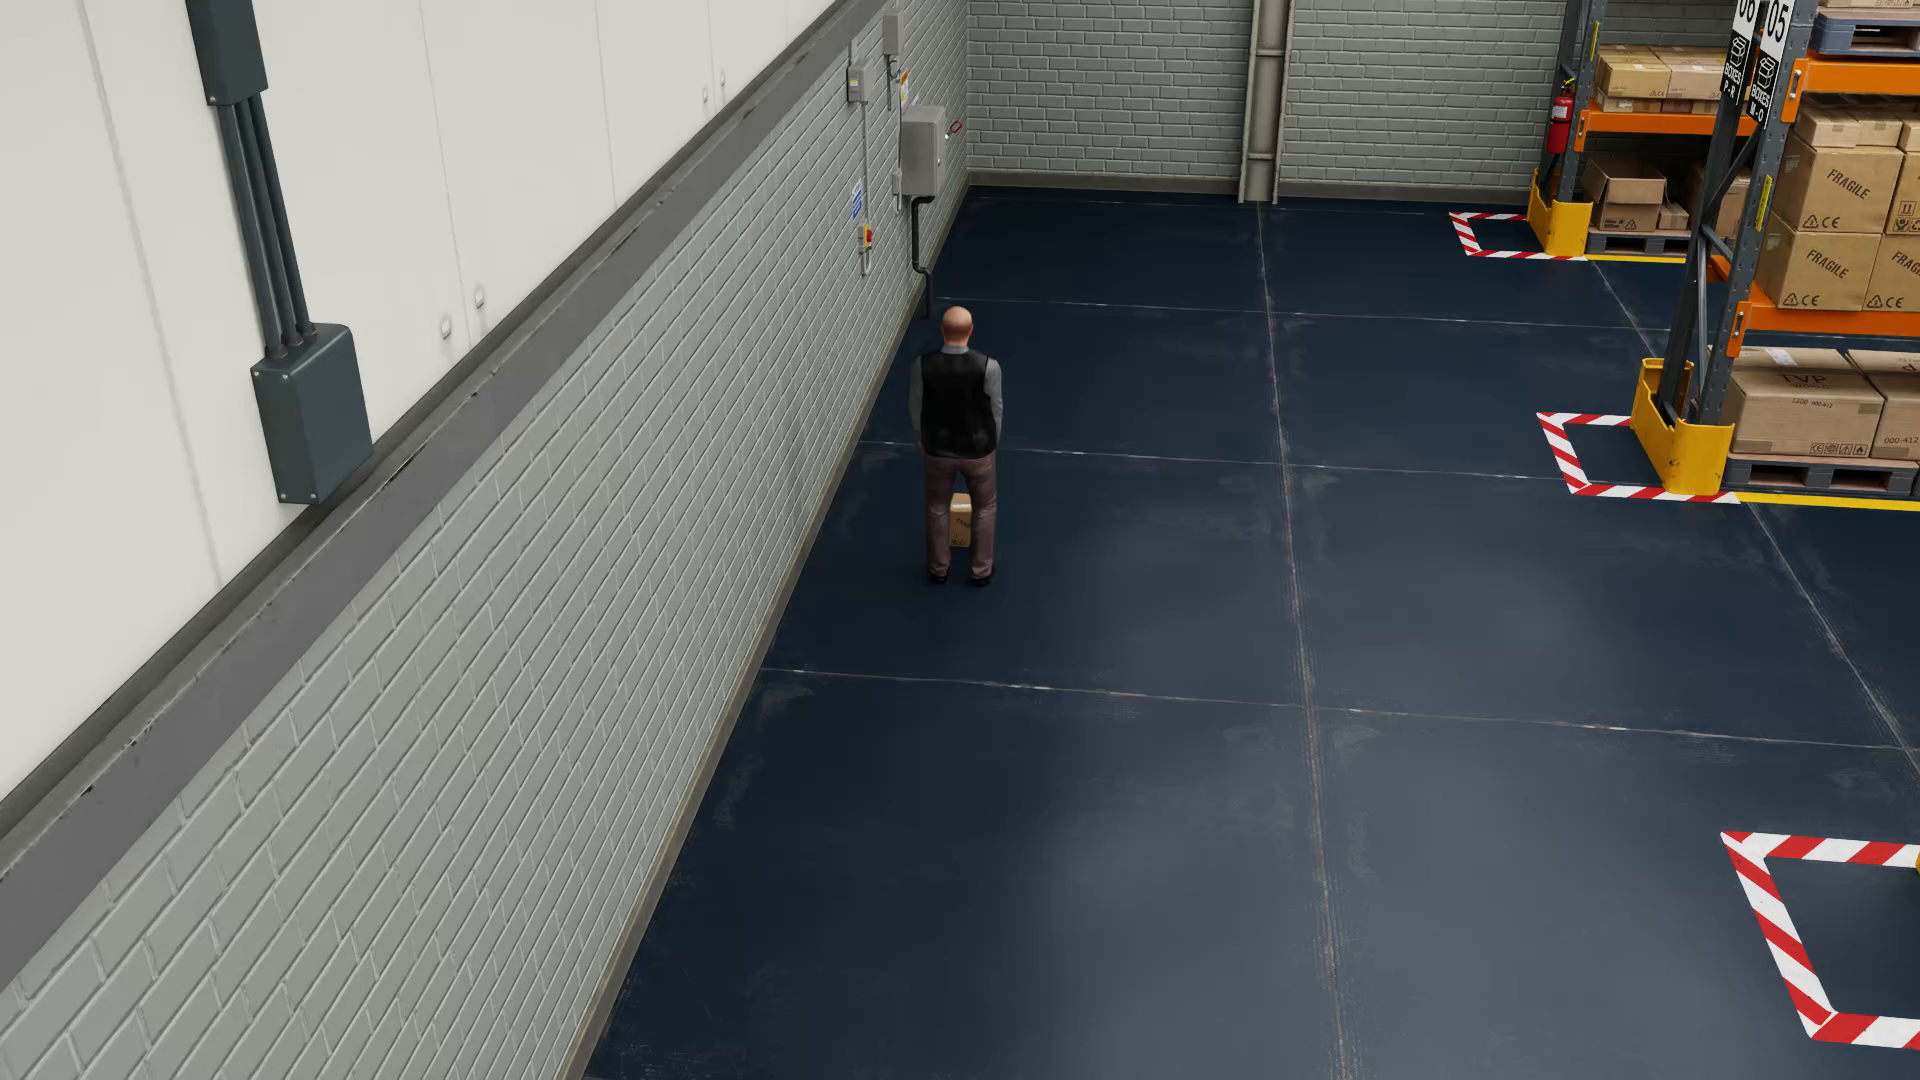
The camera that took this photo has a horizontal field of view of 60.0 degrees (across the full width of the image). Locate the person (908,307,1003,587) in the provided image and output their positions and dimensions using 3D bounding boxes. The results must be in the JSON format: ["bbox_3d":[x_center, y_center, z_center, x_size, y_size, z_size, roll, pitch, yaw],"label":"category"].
[{"bbox_3d":[-0.026,-0.523,9.666,0.549,1.692,0.390,4,28,7],"label":"person"}]
